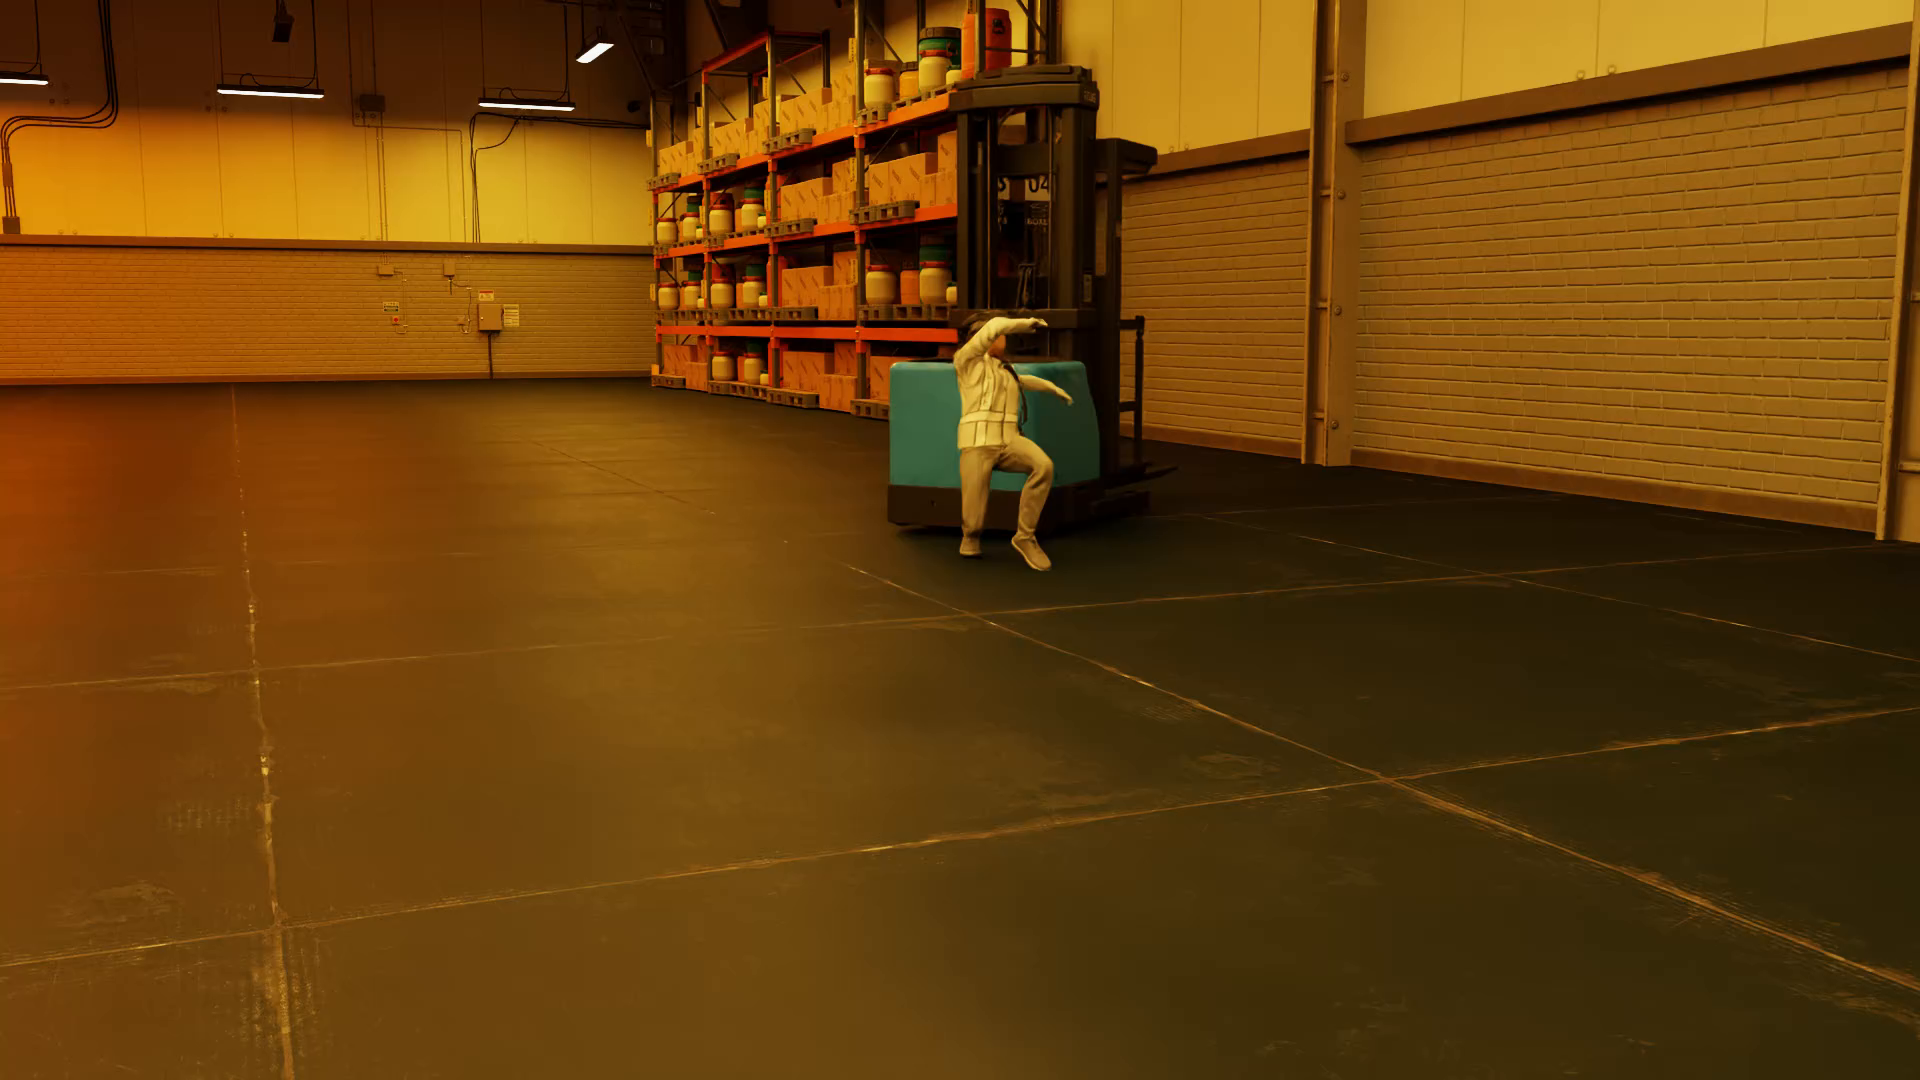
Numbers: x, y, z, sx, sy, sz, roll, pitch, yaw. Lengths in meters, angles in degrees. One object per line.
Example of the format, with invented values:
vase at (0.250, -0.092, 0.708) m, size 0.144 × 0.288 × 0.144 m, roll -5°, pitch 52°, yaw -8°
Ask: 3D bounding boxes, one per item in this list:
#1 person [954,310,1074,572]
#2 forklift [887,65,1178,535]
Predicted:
person at (0.426, -0.573, 9.240) m, size 0.943 × 1.392 × 0.882 m, roll -5°, pitch 9°, yaw -31°
forklift at (0.670, -1.636, 11.352) m, size 1.130 × 2.935 × 3.031 m, roll 4°, pitch 8°, yaw 27°
